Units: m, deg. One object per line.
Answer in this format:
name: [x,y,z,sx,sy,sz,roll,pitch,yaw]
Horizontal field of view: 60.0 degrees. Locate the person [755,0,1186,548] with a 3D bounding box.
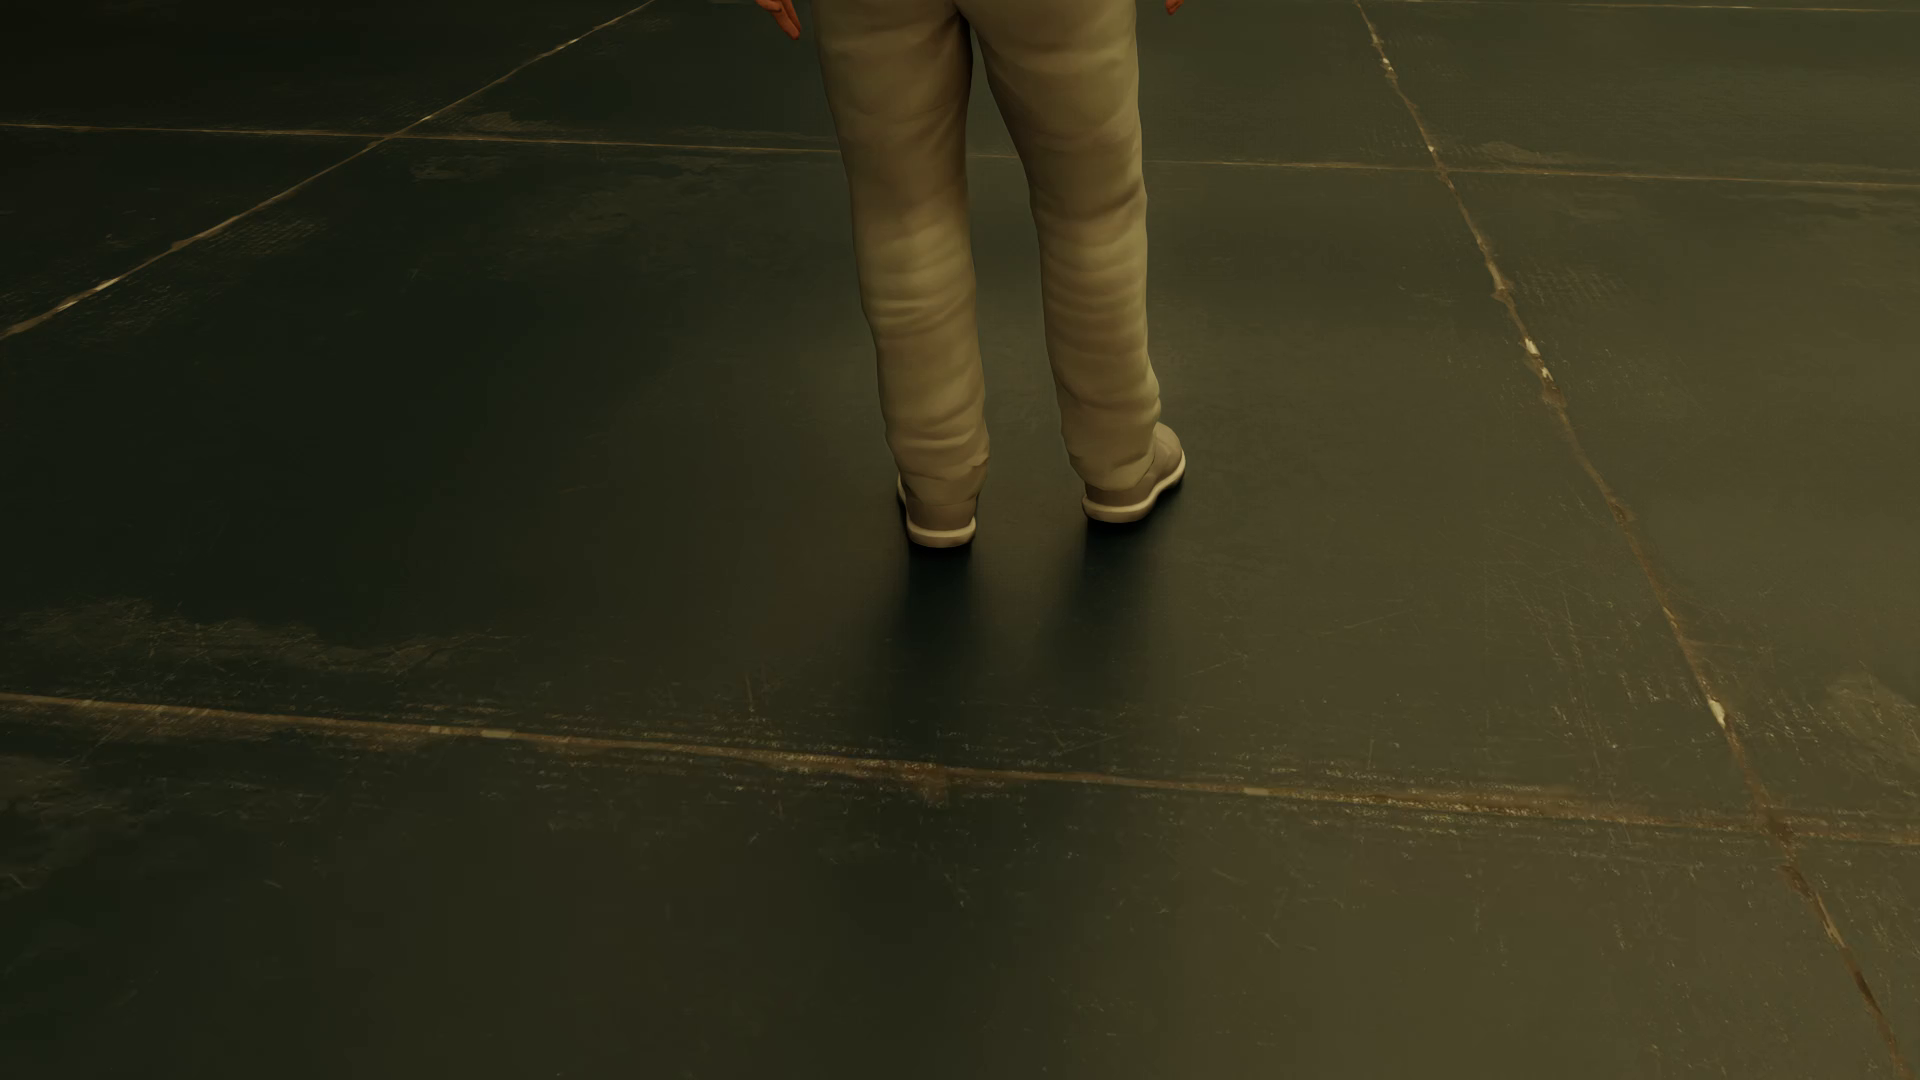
person: [0.022,-0.838,2.167,0.641,1.780,0.574,3,27,7]
